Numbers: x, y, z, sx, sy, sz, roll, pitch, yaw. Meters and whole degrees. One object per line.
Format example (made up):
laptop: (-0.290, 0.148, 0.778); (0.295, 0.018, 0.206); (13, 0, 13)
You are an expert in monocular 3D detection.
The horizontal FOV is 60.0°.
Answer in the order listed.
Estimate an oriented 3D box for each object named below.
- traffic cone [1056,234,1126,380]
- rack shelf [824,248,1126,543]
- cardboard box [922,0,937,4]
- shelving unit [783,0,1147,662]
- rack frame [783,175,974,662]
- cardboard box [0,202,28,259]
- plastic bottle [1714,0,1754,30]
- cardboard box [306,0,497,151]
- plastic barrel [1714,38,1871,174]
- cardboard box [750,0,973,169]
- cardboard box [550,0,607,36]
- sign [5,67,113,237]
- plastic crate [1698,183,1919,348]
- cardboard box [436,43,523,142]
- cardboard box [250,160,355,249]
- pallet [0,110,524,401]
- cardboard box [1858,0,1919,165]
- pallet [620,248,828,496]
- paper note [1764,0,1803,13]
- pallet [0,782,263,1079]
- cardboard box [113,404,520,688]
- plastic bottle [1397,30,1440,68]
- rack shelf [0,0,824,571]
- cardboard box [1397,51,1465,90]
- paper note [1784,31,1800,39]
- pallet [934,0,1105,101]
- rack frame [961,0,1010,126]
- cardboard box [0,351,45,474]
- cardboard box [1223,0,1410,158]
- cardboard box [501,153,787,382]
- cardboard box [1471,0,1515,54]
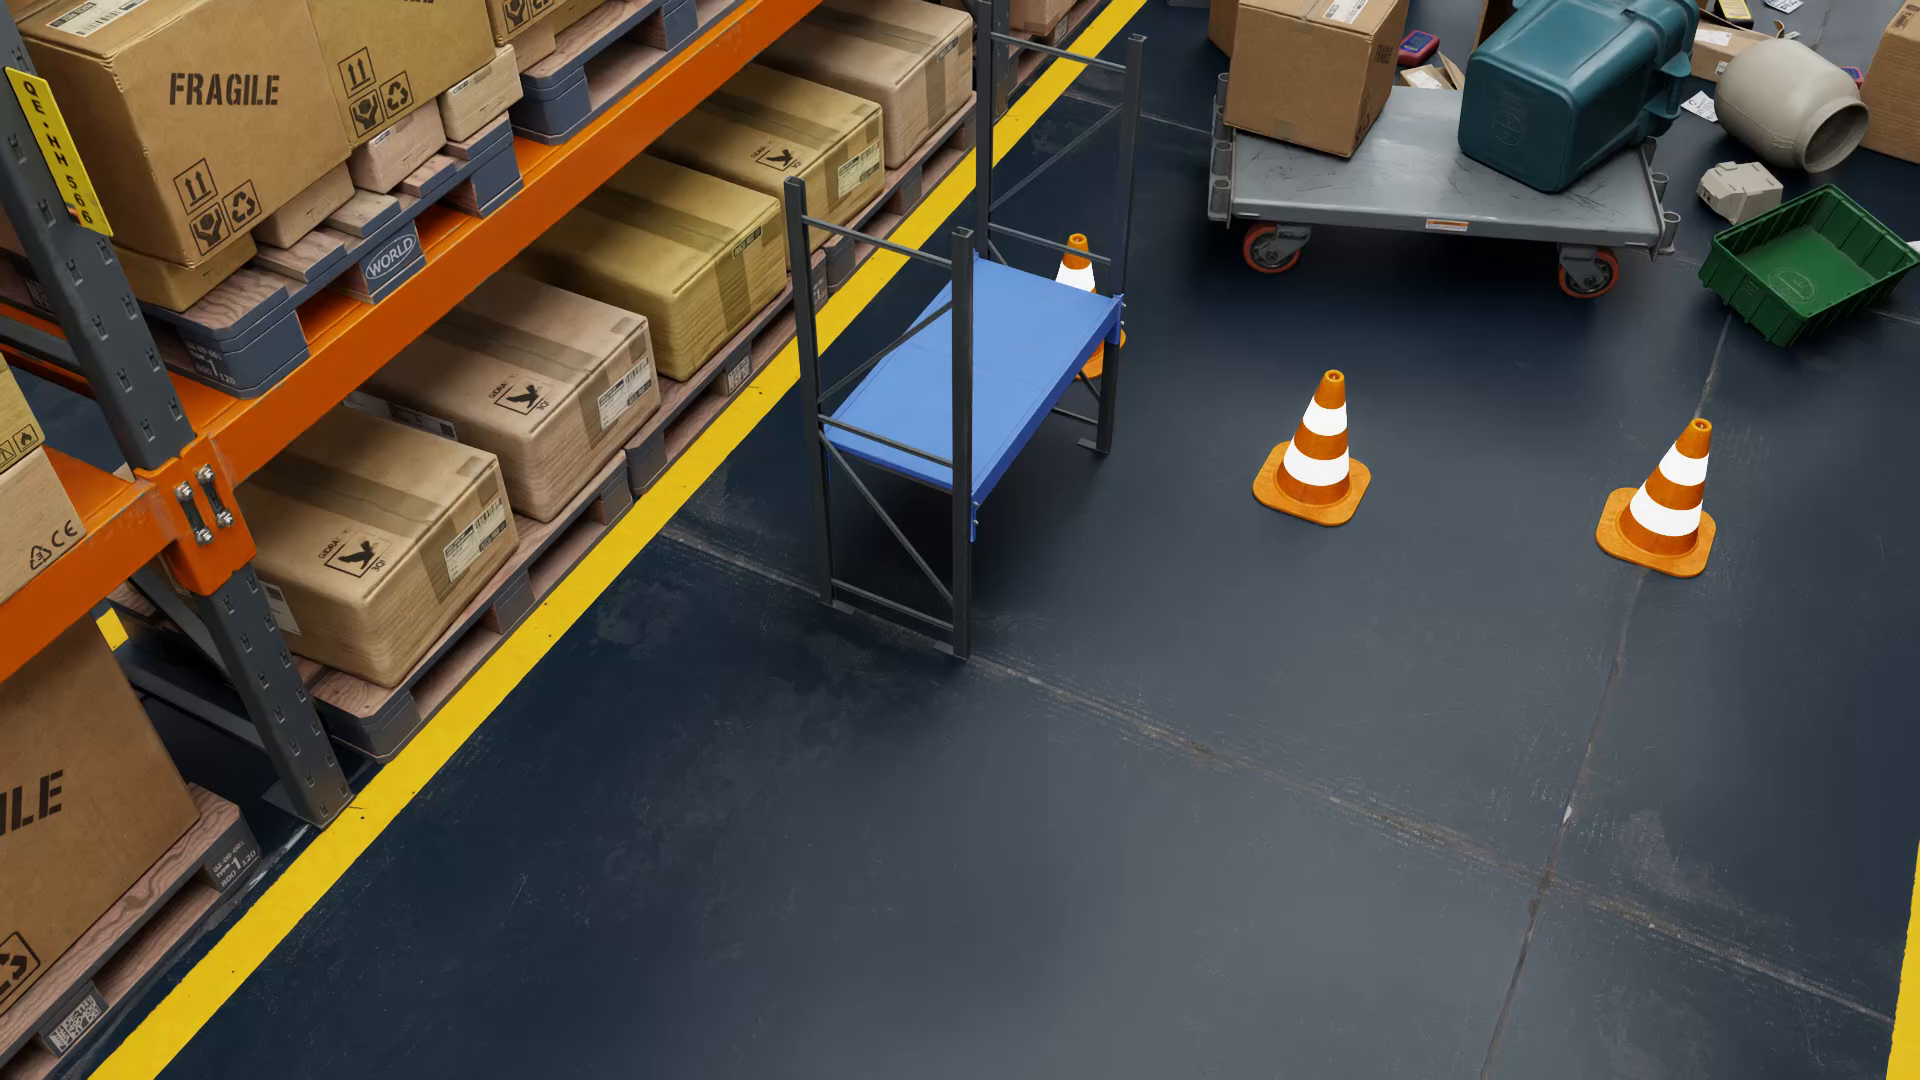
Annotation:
traffic cone: (0.396, -0.858, 5.773); (0.336, 0.463, 0.334); (20, 49, 19)
rack shelf: (0.040, -0.455, 4.898); (0.538, 0.185, 1.000); (20, 49, 19)
cardboard box: (-0.232, -2.635, 7.384); (0.500, 0.250, 0.500); (23, 50, 21)
shelving unit: (0.040, -0.581, 4.770); (0.538, 1.500, 1.048); (20, 49, 19)
rack frame: (-0.196, -0.261, 4.453); (0.500, 1.500, 0.032); (20, 49, 19)
cardboard box: (-2.181, -0.817, 3.830); (0.380, 0.149, 0.250); (22, 49, 20)
plastic bottle: (3.520, -2.369, 7.548); (0.133, 0.061, 0.283); (5, 46, 5)
cardboard box: (-1.475, -1.298, 3.850); (0.500, 0.500, 0.500); (23, 50, 21)
plastic barrel: (3.331, -1.738, 6.670); (0.421, 0.421, 0.512); (-16, 48, -15)
cardboard box: (-0.509, -1.886, 6.557); (0.950, 0.372, 0.625); (21, 49, 20)
cardboard box: (-1.195, -1.535, 4.540); (0.380, 0.149, 0.250); (22, 49, 21)
sign: (-1.632, -0.699, 3.018); (0.100, 0.325, 0.005); (20, 49, 19)
plastic crate: (3.083, -0.996, 6.062); (0.662, 0.188, 0.450); (-24, 60, -22)
cardboard box: (-1.335, -1.167, 4.175); (0.380, 0.149, 0.250); (21, 49, 19)
cardboard box: (-1.648, -0.843, 3.856); (0.380, 0.149, 0.250); (18, 48, 17)
pallet: (-1.889, -0.890, 4.156); (1.213, 0.211, 1.003); (20, 49, 19)
cardboard box: (3.975, -1.861, 6.736); (0.500, 0.500, 0.500); (29, 52, 25)
pallet: (-1.193, -0.751, 5.843); (1.003, 0.211, 1.213); (20, 49, 19)
paper note: (3.808, -2.497, 7.698); (0.142, 0.017, 0.144); (-33, 54, -28)
pallet: (-2.558, 0.979, 4.134); (1.003, 0.211, 1.213); (20, 49, 19)
cardboard box: (-1.854, -0.050, 4.743); (0.950, 0.372, 0.625); (17, 48, 16)
plastic bottle: (1.992, -2.154, 7.336); (0.133, 0.061, 0.283); (29, 52, 25)
rack shelf: (-1.197, -1.480, 5.110); (1.077, 0.370, 4.000); (20, 49, 19)
cardboard box: (2.011, -1.837, 6.879); (0.258, 0.266, 0.396); (-9, 46, -9)
paper note: (3.730, -2.267, 7.483); (0.123, 0.001, 0.032); (-24, 50, -22)
pallet: (0.012, -2.448, 7.521); (1.003, 0.211, 1.213); (20, 49, 19)
rack frame: (-0.268, -2.993, 6.099); (1.000, 3.000, 0.127); (20, 49, 19)
cardboard box: (-2.125, -0.207, 3.100); (0.500, 0.250, 0.500); (20, 49, 19)
cardboard box: (1.322, -1.812, 6.157); (0.500, 0.500, 0.500); (20, 49, 19)
cardboard box: (-1.161, -0.993, 5.675); (0.950, 0.372, 0.625); (22, 49, 20)
cardboard box: (2.589, -2.149, 6.925); (0.797, 0.637, 0.503); (20, 49, 19)
